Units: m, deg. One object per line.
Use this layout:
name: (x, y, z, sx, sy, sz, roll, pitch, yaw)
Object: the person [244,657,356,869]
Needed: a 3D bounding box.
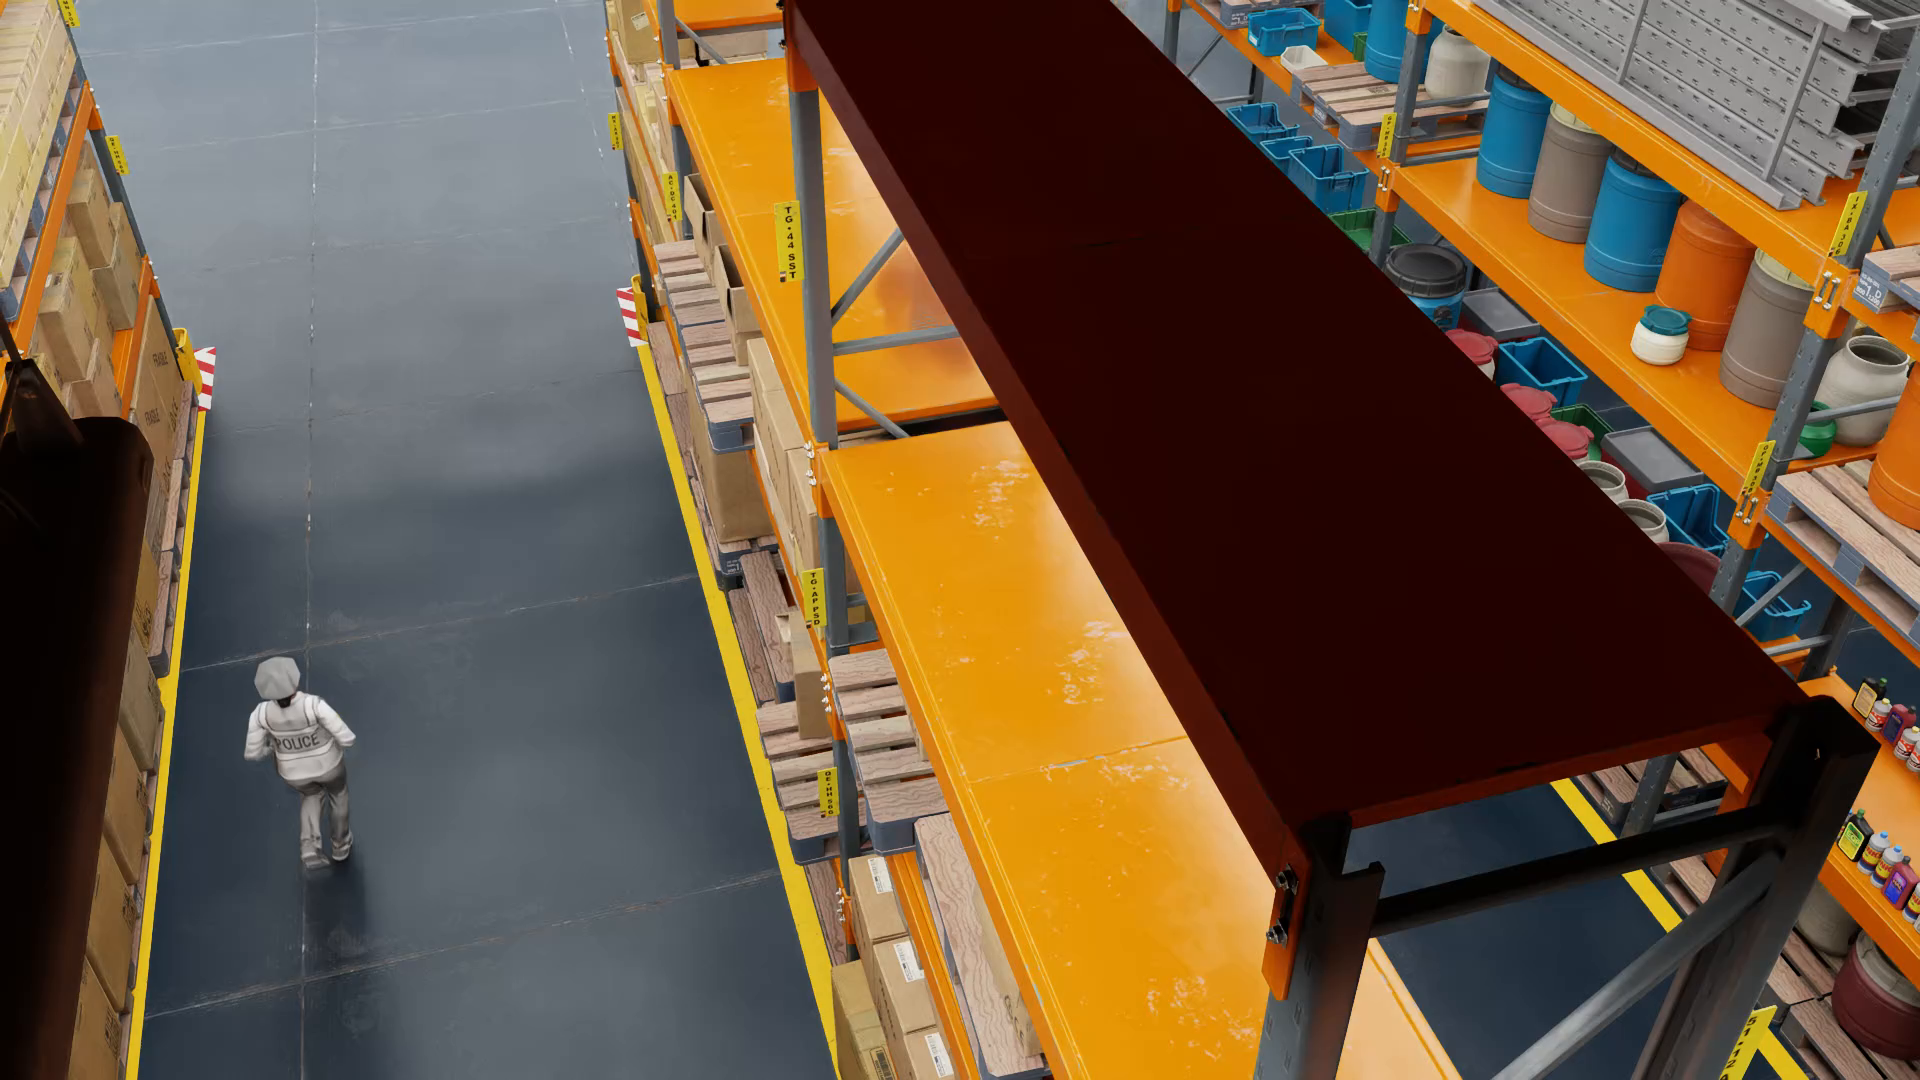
person: (-3.830, 1.354, 9.805, 0.617, 1.662, 0.560, -8, 39, -9)
